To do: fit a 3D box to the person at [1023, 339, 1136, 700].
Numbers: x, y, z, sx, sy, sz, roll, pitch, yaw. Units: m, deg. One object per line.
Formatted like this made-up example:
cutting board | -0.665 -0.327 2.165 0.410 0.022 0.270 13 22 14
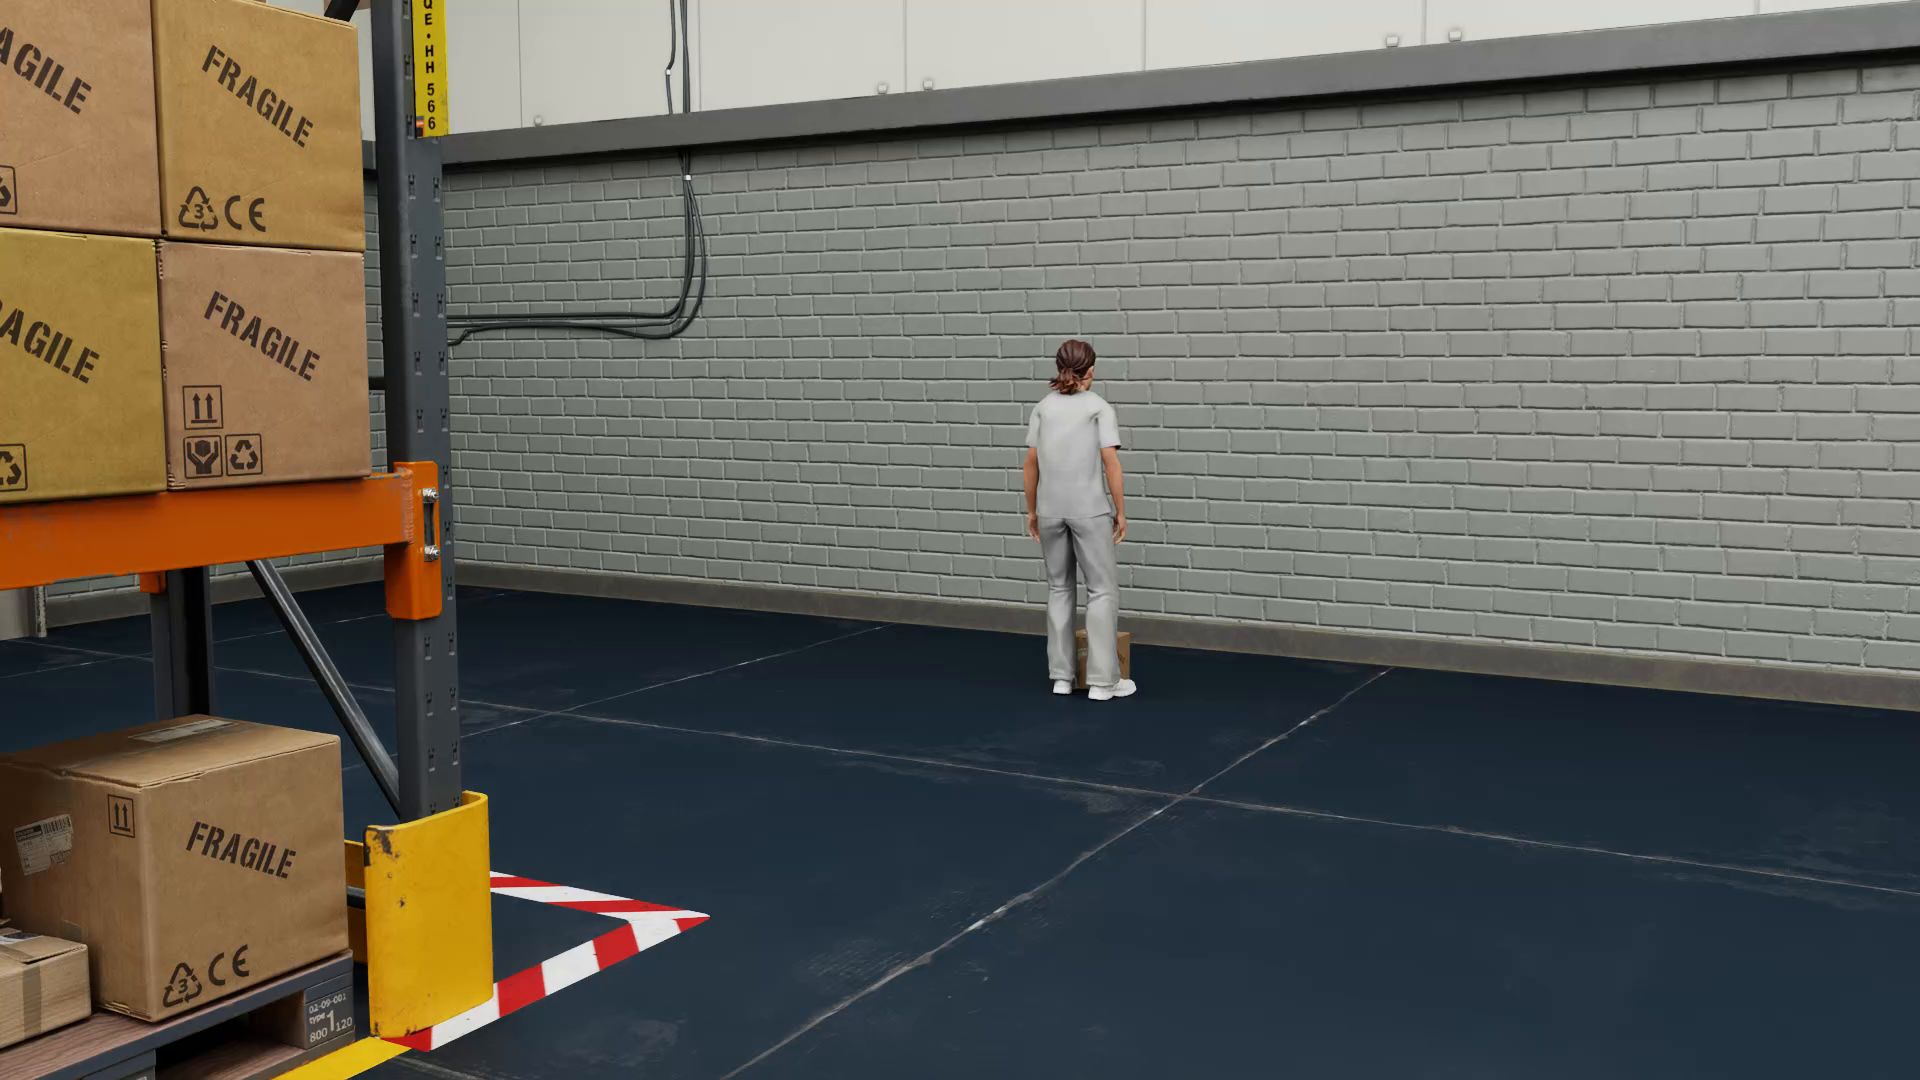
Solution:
person | 0.560 -0.102 7.820 0.514 1.668 0.415 3 7 25
